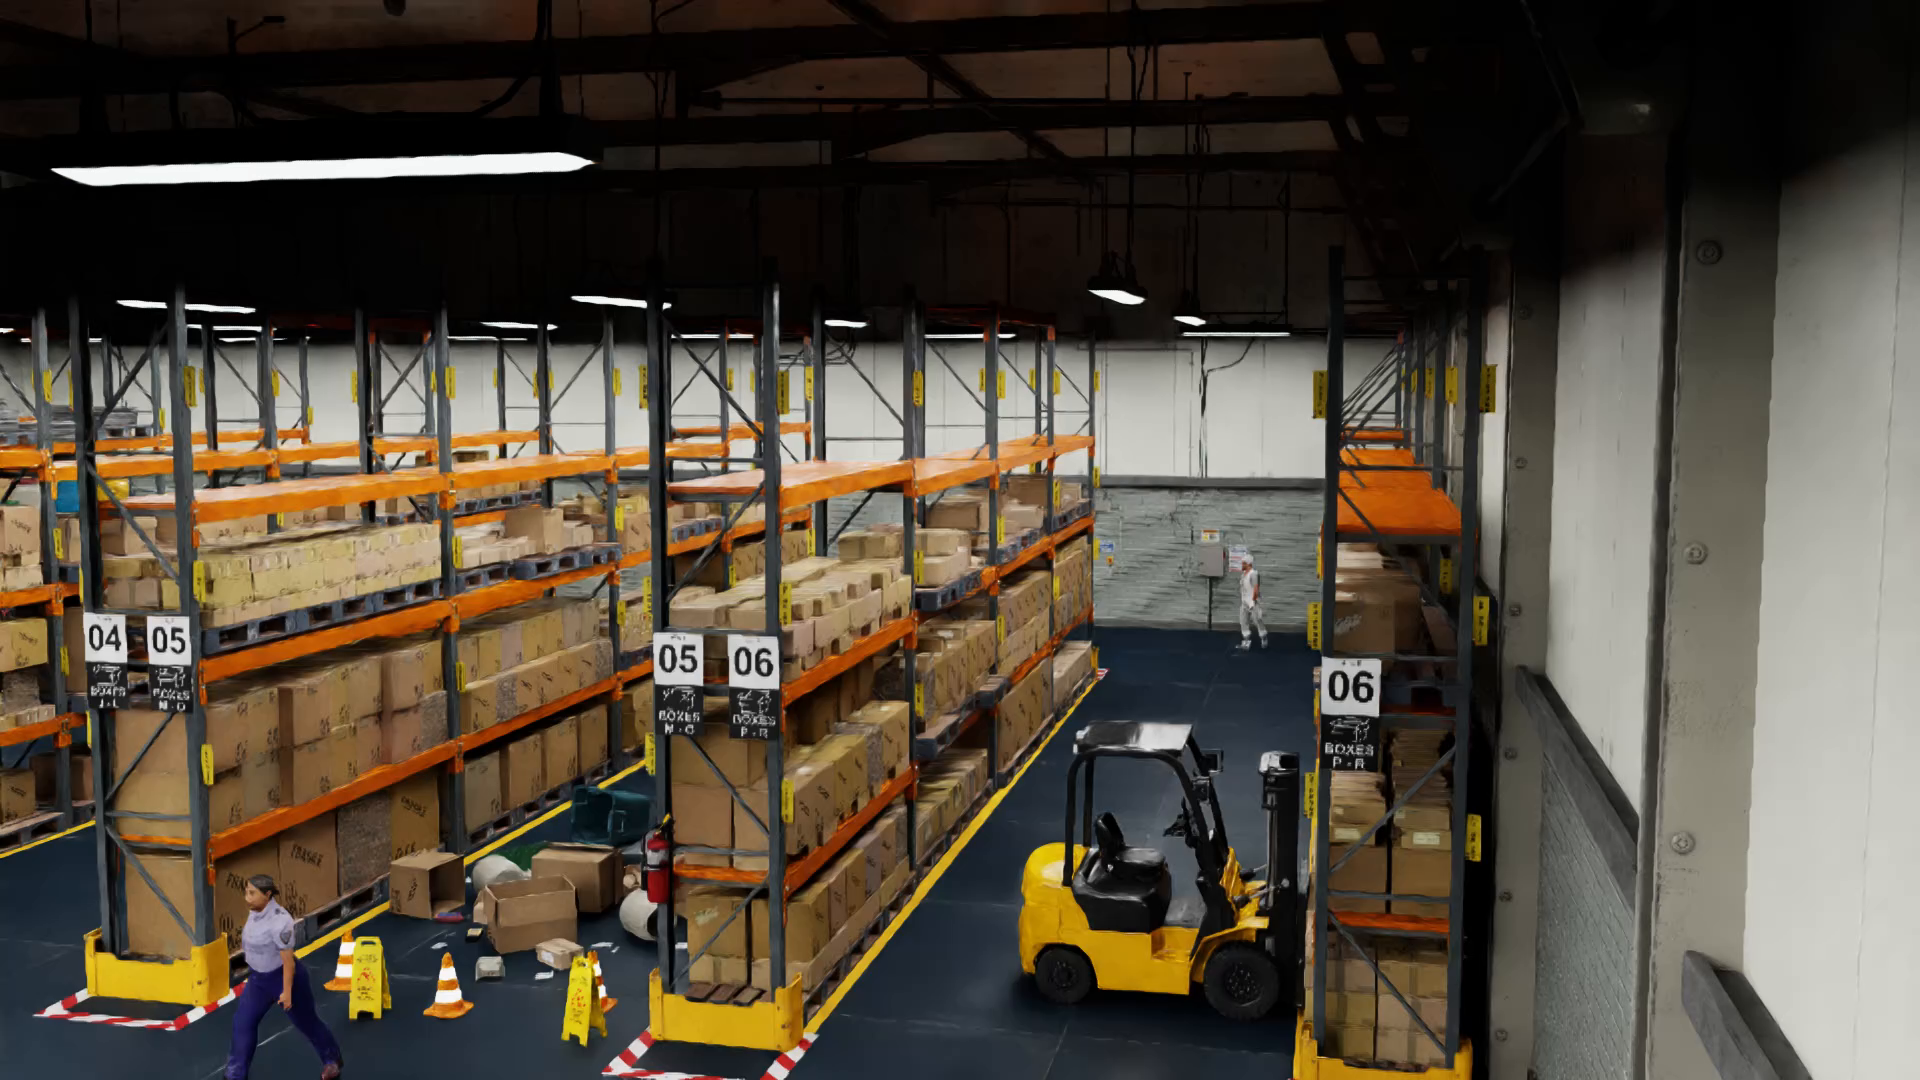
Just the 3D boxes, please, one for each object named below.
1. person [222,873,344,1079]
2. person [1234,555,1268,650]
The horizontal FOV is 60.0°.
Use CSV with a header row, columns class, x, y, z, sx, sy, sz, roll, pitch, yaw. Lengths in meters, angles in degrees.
class,x,y,z,sx,sy,sz,roll,pitch,yaw
person,-4.939,3.173,11.963,0.519,1.583,0.933,4,7,37
person,5.440,1.159,30.971,0.618,1.784,0.567,-2,6,-21
